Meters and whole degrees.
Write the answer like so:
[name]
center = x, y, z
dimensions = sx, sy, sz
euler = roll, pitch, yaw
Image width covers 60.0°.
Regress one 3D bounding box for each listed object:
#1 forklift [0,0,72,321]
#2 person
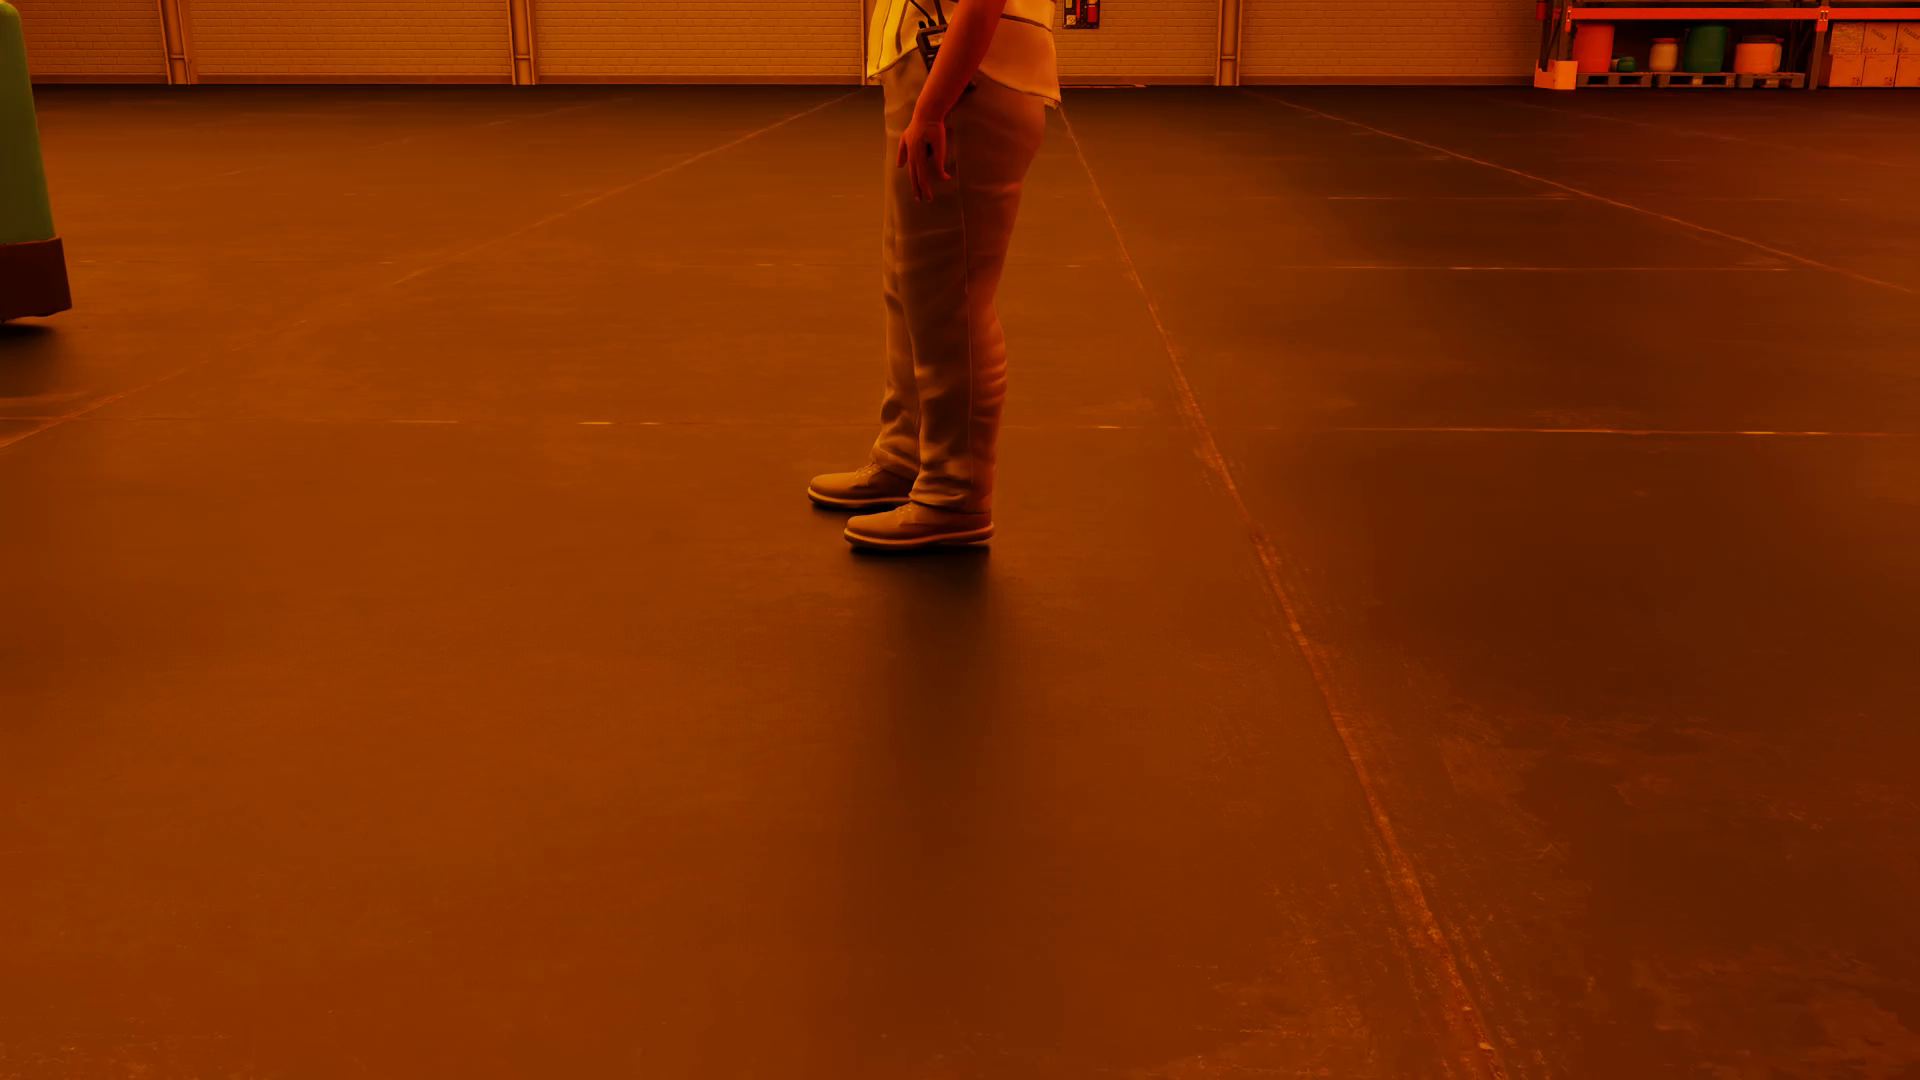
[forklift]
center = -4.557, -2.220, 5.578
dimensions = 3.031, 2.935, 1.130
euler = 10, 20, 29
[person]
center = -0.076, -0.810, 3.147
dimensions = 0.529, 1.670, 0.598
euler = 1, 17, 2
